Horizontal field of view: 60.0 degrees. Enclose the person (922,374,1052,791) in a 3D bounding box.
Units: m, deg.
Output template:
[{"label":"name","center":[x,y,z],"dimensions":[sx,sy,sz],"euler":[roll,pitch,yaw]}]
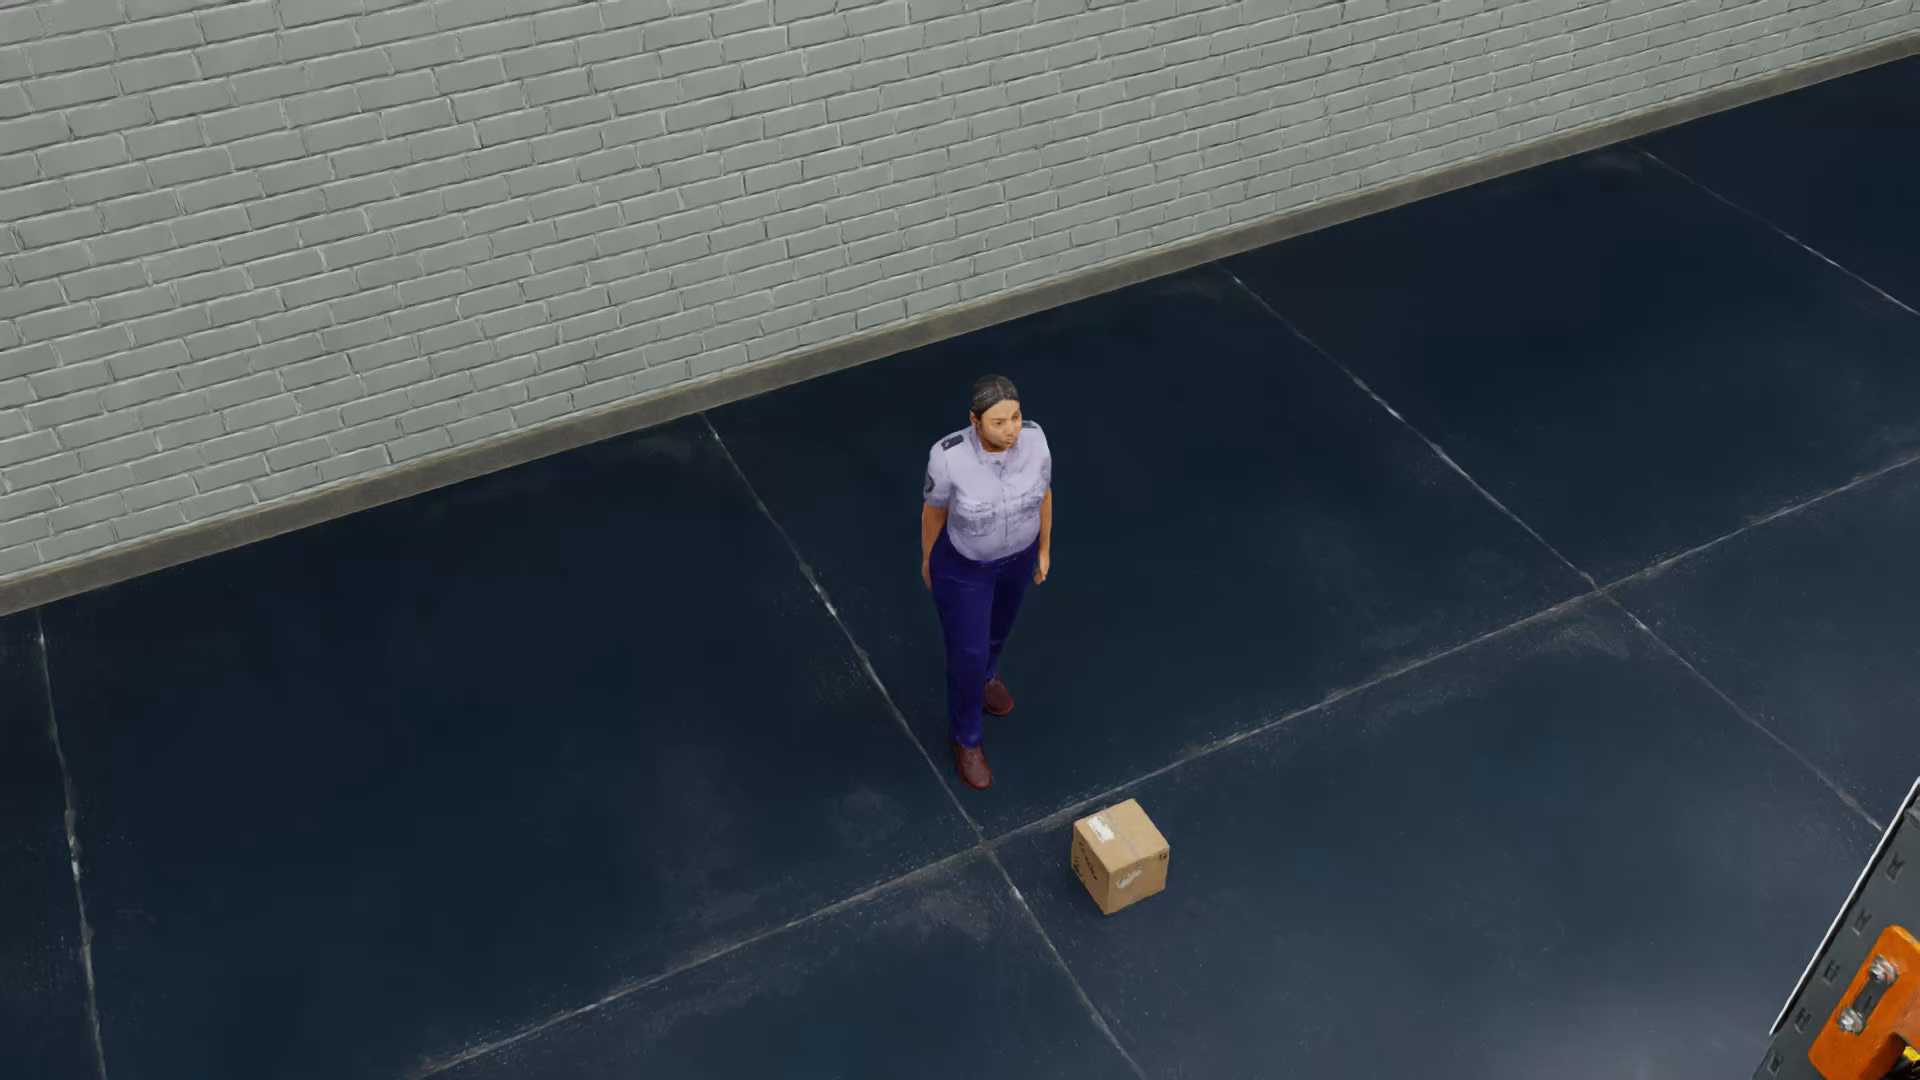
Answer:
[{"label":"person","center":[0.131,0.113,6.047],"dimensions":[0.496,1.667,0.581],"euler":[-19,45,-20]}]
